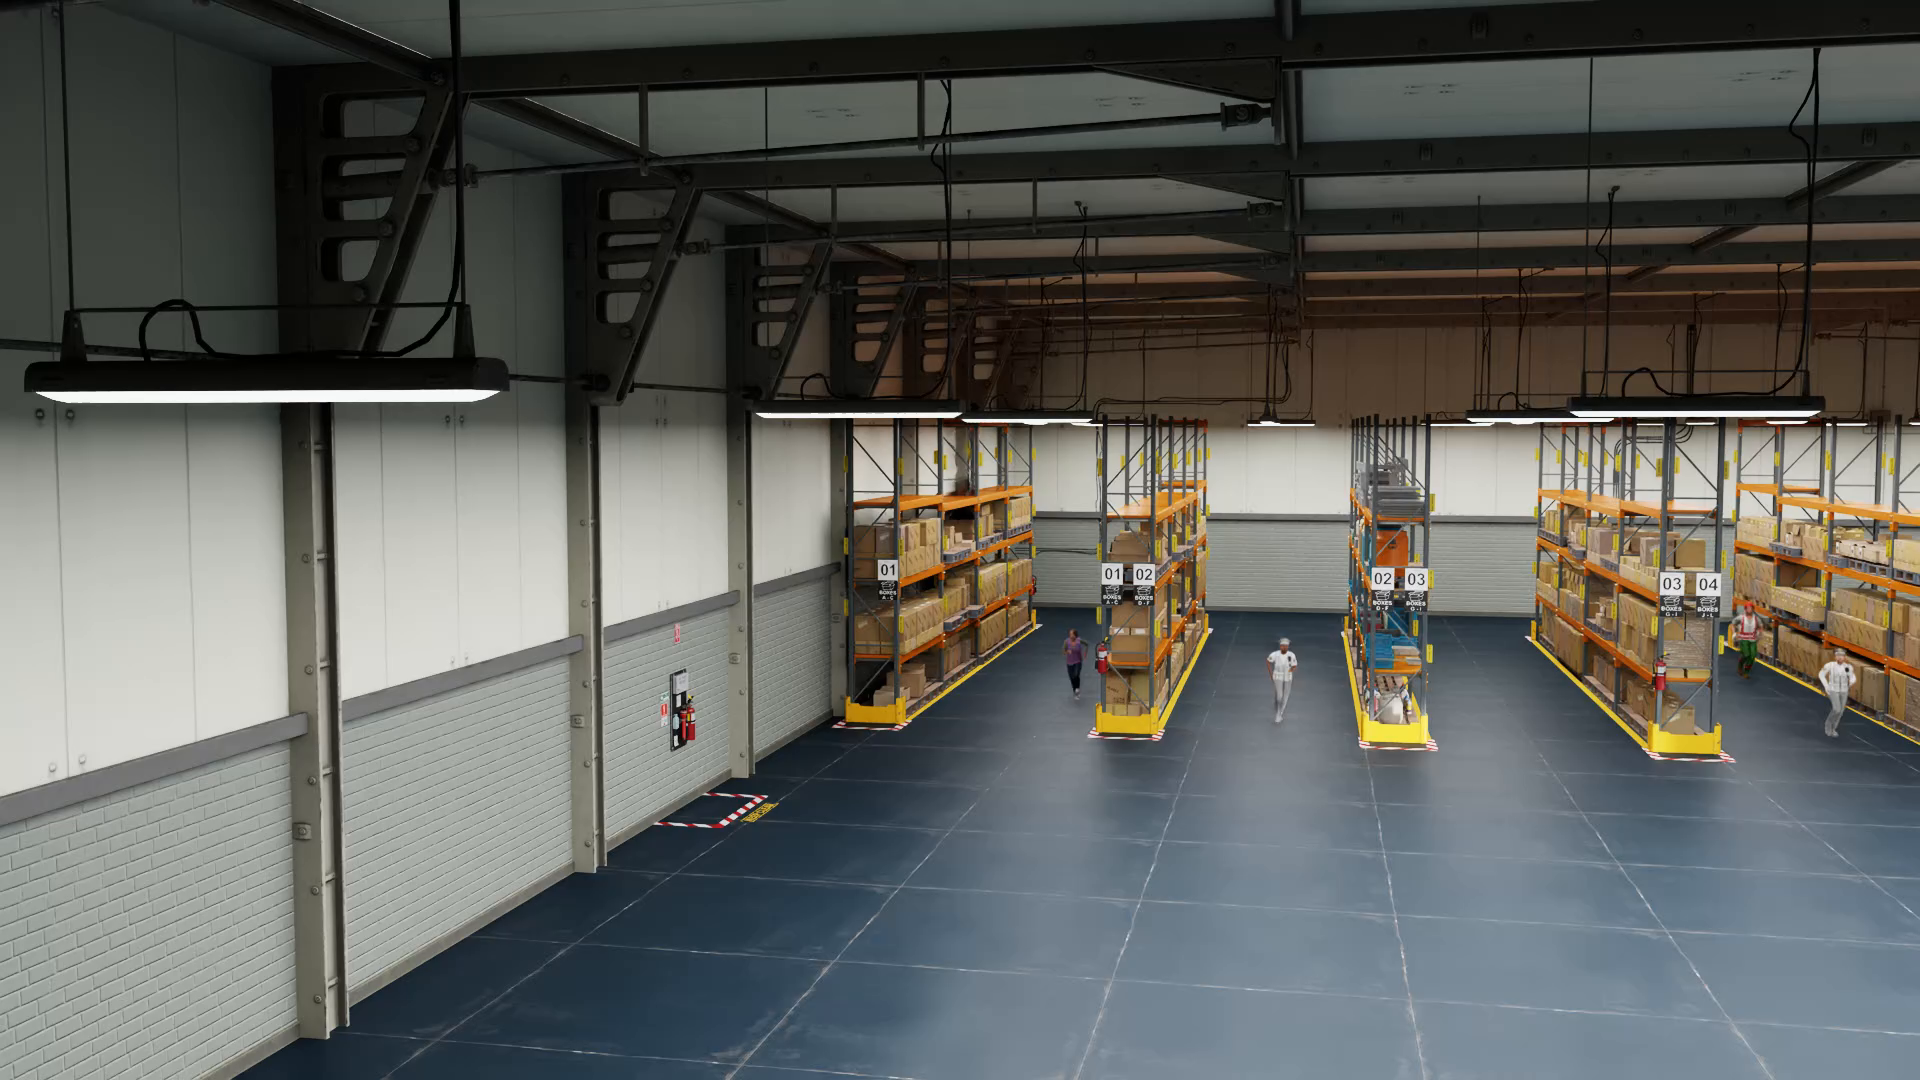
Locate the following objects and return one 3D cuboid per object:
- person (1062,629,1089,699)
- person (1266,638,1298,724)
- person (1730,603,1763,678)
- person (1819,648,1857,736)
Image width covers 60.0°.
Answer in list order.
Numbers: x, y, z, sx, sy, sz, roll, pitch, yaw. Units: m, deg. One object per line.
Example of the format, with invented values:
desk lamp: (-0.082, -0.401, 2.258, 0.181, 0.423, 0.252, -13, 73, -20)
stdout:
person: (2.419, 2.619, 34.987, 0.524, 1.534, 0.754, 1, 4, 15)
person: (6.265, 2.734, 32.307, 0.564, 1.683, 0.714, 0, 4, -1)
person: (18.042, 2.311, 38.049, 0.659, 1.742, 0.599, 1, 4, 9)
person: (16.307, 2.828, 30.835, 0.590, 1.669, 0.616, 1, 4, 10)
